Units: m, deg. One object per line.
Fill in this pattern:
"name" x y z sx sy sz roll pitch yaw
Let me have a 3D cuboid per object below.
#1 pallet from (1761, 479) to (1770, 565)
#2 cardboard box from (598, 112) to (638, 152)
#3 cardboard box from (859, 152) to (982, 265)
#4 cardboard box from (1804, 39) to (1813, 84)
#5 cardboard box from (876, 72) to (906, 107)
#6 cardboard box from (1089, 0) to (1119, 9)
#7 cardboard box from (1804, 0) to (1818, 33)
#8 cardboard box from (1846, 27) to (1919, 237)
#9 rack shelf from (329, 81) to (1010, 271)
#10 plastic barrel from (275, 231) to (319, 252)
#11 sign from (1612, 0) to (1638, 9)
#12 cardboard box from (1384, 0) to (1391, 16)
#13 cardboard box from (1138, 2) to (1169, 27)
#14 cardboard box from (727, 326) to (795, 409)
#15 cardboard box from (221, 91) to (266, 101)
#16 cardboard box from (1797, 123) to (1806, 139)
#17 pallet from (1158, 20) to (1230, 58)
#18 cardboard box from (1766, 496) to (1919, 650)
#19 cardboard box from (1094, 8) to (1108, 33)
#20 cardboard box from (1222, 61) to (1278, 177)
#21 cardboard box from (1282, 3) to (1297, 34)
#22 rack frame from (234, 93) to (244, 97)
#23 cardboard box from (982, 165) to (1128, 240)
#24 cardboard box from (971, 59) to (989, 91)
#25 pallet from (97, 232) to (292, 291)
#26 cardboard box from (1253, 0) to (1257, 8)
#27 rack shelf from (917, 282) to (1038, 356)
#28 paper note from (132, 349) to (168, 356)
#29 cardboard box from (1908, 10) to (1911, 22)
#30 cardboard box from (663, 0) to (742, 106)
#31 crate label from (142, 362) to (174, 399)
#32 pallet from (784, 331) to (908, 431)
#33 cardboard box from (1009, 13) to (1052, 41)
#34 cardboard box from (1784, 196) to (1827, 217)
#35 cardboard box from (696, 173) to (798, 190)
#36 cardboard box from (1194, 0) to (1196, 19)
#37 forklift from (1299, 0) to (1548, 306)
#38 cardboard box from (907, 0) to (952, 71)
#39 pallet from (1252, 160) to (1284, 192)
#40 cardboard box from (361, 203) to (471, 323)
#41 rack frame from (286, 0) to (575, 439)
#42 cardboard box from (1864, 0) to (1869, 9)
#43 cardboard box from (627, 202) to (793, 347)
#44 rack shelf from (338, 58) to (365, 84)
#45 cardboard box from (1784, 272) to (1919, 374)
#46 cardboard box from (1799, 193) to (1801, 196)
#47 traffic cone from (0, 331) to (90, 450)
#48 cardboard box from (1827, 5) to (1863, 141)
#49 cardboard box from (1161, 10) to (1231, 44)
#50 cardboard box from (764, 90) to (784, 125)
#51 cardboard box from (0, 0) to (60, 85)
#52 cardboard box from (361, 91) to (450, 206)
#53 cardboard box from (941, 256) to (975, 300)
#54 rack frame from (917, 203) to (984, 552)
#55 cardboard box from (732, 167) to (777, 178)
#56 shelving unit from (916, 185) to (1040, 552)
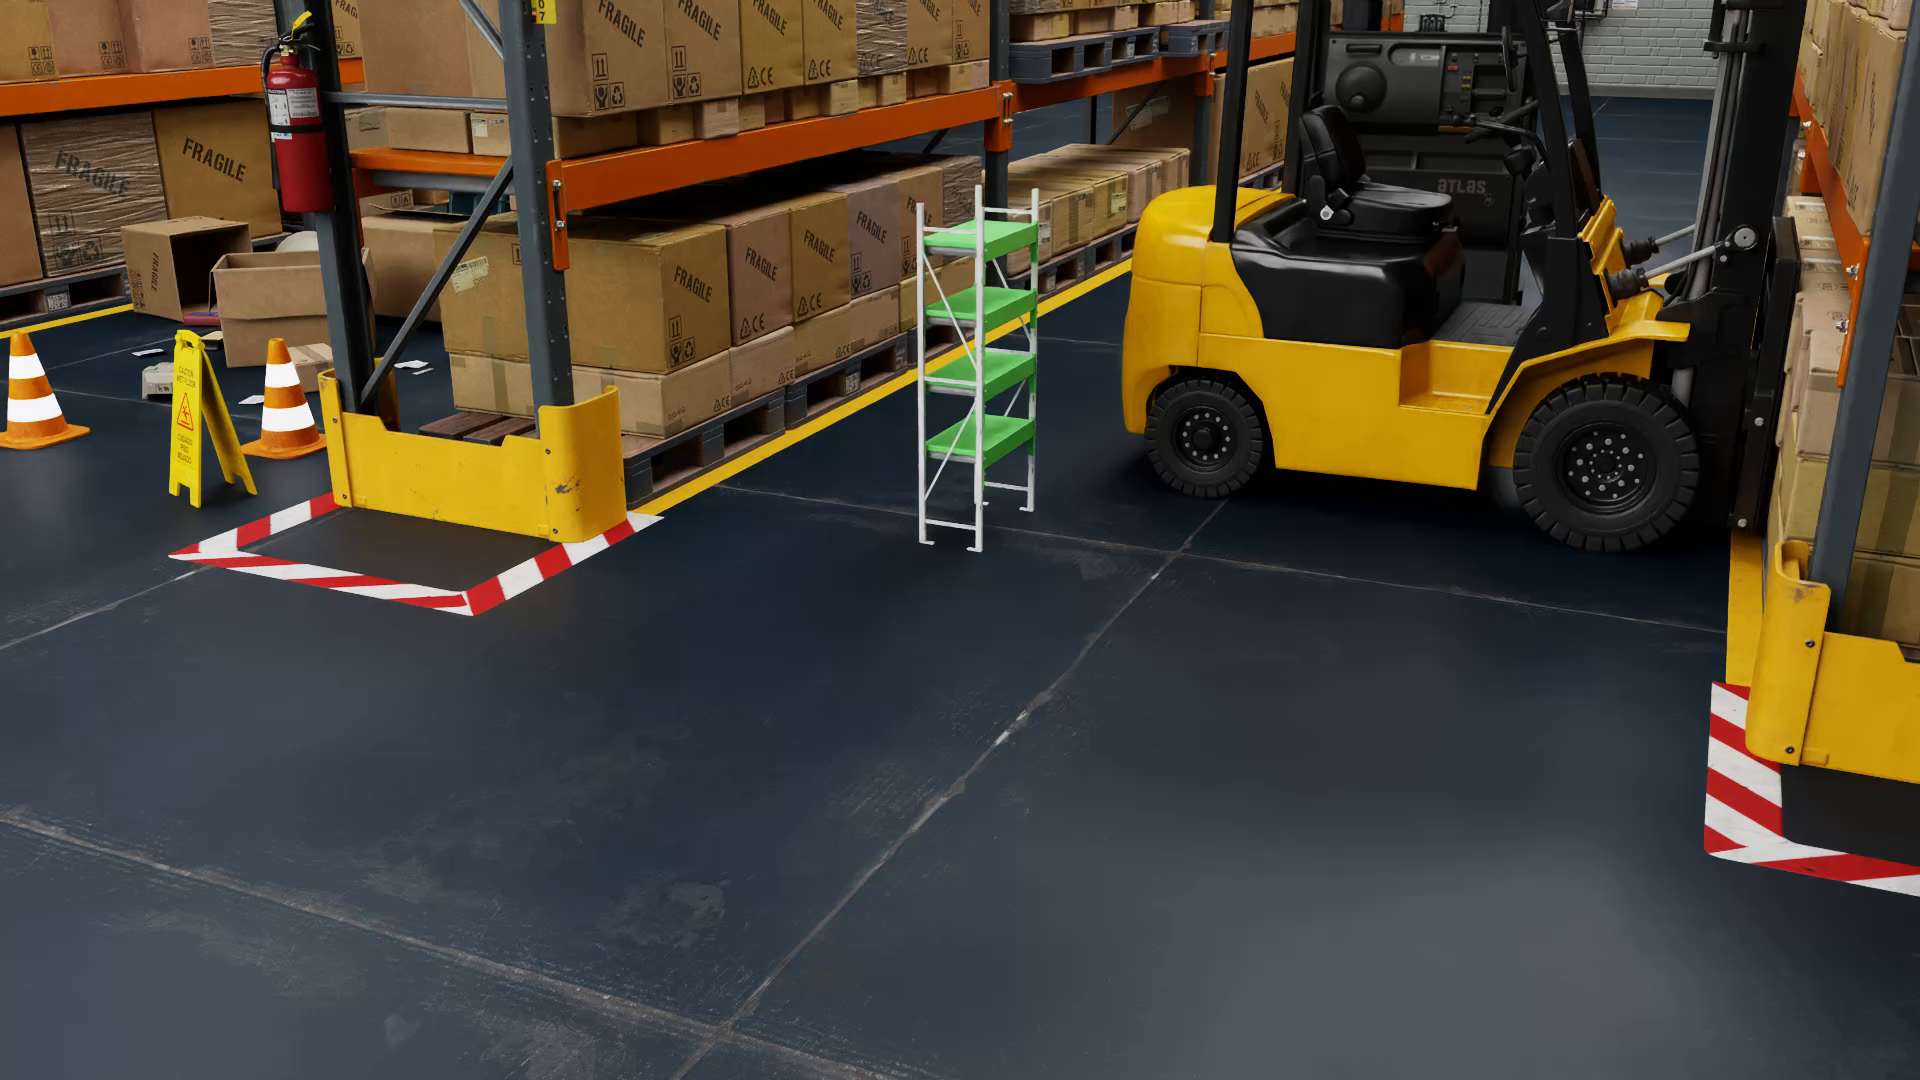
"pallet" 3.455 -0.121 5.994 1.003 0.211 1.213 9 21 23
"cardboard box" -1.433 -1.540 6.197 0.380 0.149 0.250 9 21 24
"cardboard box" -0.211 -1.764 8.811 0.500 0.500 0.500 8 21 22
"cardboard box" 4.921 -2.627 9.102 0.500 0.250 0.500 9 22 24
"cardboard box" -0.480 -2.157 7.932 0.380 0.149 0.250 8 21 22
"cardboard box" 0.660 -3.518 10.164 0.500 0.500 0.500 8 21 22
"cardboard box" 5.113 -3.022 9.466 0.500 0.250 0.500 8 21 21
"cardboard box" 2.641 -1.057 4.316 0.500 0.500 0.500 8 21 21
"rack shelf" -1.032 -1.776 7.560 1.077 0.370 4.000 9 21 23
"plastic barrel" -3.836 -1.604 9.846 0.421 0.421 0.512 -9 22 -24
"sign" 9.381 -7.740 23.397 0.329 0.494 0.001 9 21 23
"cardboard box" 4.525 -6.107 18.514 0.500 0.500 0.500 8 21 22
"cardboard box" 1.189 -3.559 11.248 0.380 0.149 0.250 9 21 24
"cardboard box" -1.053 -0.770 7.133 0.500 0.250 0.500 9 22 25
"cardboard box" -7.315 -4.714 17.291 1.225 0.875 0.875 8 21 20
"cardboard box" 5.926 -2.781 11.447 0.380 0.149 0.250 7 21 20
"pallet" 1.230 -3.626 11.975 1.213 0.211 1.003 9 21 23
"cardboard box" 2.583 0.087 4.724 0.500 0.250 0.500 9 21 23
"cardboard box" 0.704 -3.252 10.385 0.380 0.149 0.250 9 21 23
"cardboard box" 2.152 -3.618 14.209 0.875 0.875 0.875 9 21 23
"cardboard box" 2.675 -4.622 14.714 0.500 0.250 0.500 8 21 21
"rack frame" -7.616 -5.309 16.420 1.000 3.000 0.127 9 21 23
"cardboard box" 0.574 -2.280 11.198 0.950 0.372 0.625 9 22 24
"cardboard box" -0.067 -2.468 8.807 0.380 0.149 0.250 8 21 22
"pallet" -5.153 -1.839 10.825 1.003 0.211 1.213 9 21 23
"cardboard box" 2.070 -4.393 13.322 0.500 0.250 0.500 9 22 24
"rack shelf" 0.068 -0.782 5.851 0.258 0.148 0.480 9 21 23
"paper note" -4.235 -0.986 8.698 0.144 0.017 0.142 18 26 41
"cardboard box" 2.565 -1.321 4.089 0.380 0.149 0.250 9 21 23
"cardboard box" -1.195 -1.956 6.400 0.500 0.500 0.500 9 22 24
"crate label" -3.739 -0.761 7.903 0.250 0.136 0.298 -2 20 -5
"pallet" -0.954 -0.828 7.982 1.003 0.211 1.213 9 21 23
"cardboard box" 0.301 -2.932 9.483 0.380 0.149 0.250 9 21 23
"cardboard box" 3.832 -1.315 7.175 0.500 0.250 0.500 8 21 22
"cardboard box" -1.123 -1.515 8.111 0.500 0.500 0.500 10 22 26
"cardboard box" 1.505 -3.896 12.196 0.380 0.149 0.250 9 22 25
"forklift" 2.177 -2.221 7.840 1.130 2.935 3.031 7 21 18
"cardboard box" -0.373 -2.585 8.169 0.500 0.500 0.500 9 22 25
"pallet" 2.317 -3.238 14.758 1.003 0.211 1.213 9 21 23
"cardboard box" -3.066 -1.563 9.409 0.797 0.637 0.503 9 21 23
"rack frame" -1.851 -1.504 5.720 1.000 3.000 0.127 9 21 23
"cardboard box" 3.295 -1.868 5.627 0.380 0.149 0.250 8 21 22
"cardboard box" -1.049 -1.136 7.043 0.500 0.500 0.500 8 21 21
"rack shelf" -3.952 -3.647 12.821 1.077 0.370 4.000 9 21 23
"cardboard box" 2.984 -0.693 5.426 0.500 0.250 0.500 9 21 23
"cardboard box" 4.845 -1.523 8.691 0.875 0.625 0.625 8 21 22
"traffic cone" -4.004 -0.665 7.149 0.336 0.463 0.334 9 21 23
"cardboard box" 3.492 -1.677 6.059 0.500 0.500 0.500 8 21 22
"cardboard box" 1.855 -3.994 12.946 0.500 0.250 0.500 8 21 22
"cardboard box" -0.976 -1.854 7.080 0.380 0.149 0.250 9 22 25
"cardboard box" -5.569 -2.835 9.240 0.875 0.550 0.500 9 21 23
"cardboard box" -4.200 -3.009 12.684 1.050 0.750 0.750 9 21 23
"cardboard box" -0.210 -1.411 8.937 0.500 0.250 0.500 10 22 25
"rack frame" -0.032 -0.541 5.700 0.240 1.200 0.015 9 21 23
"cardboard box" -1.123 -1.874 8.152 0.380 0.149 0.250 10 22 26
"shelving unit" 0.068 -0.616 5.910 0.258 1.200 0.503 9 21 23
